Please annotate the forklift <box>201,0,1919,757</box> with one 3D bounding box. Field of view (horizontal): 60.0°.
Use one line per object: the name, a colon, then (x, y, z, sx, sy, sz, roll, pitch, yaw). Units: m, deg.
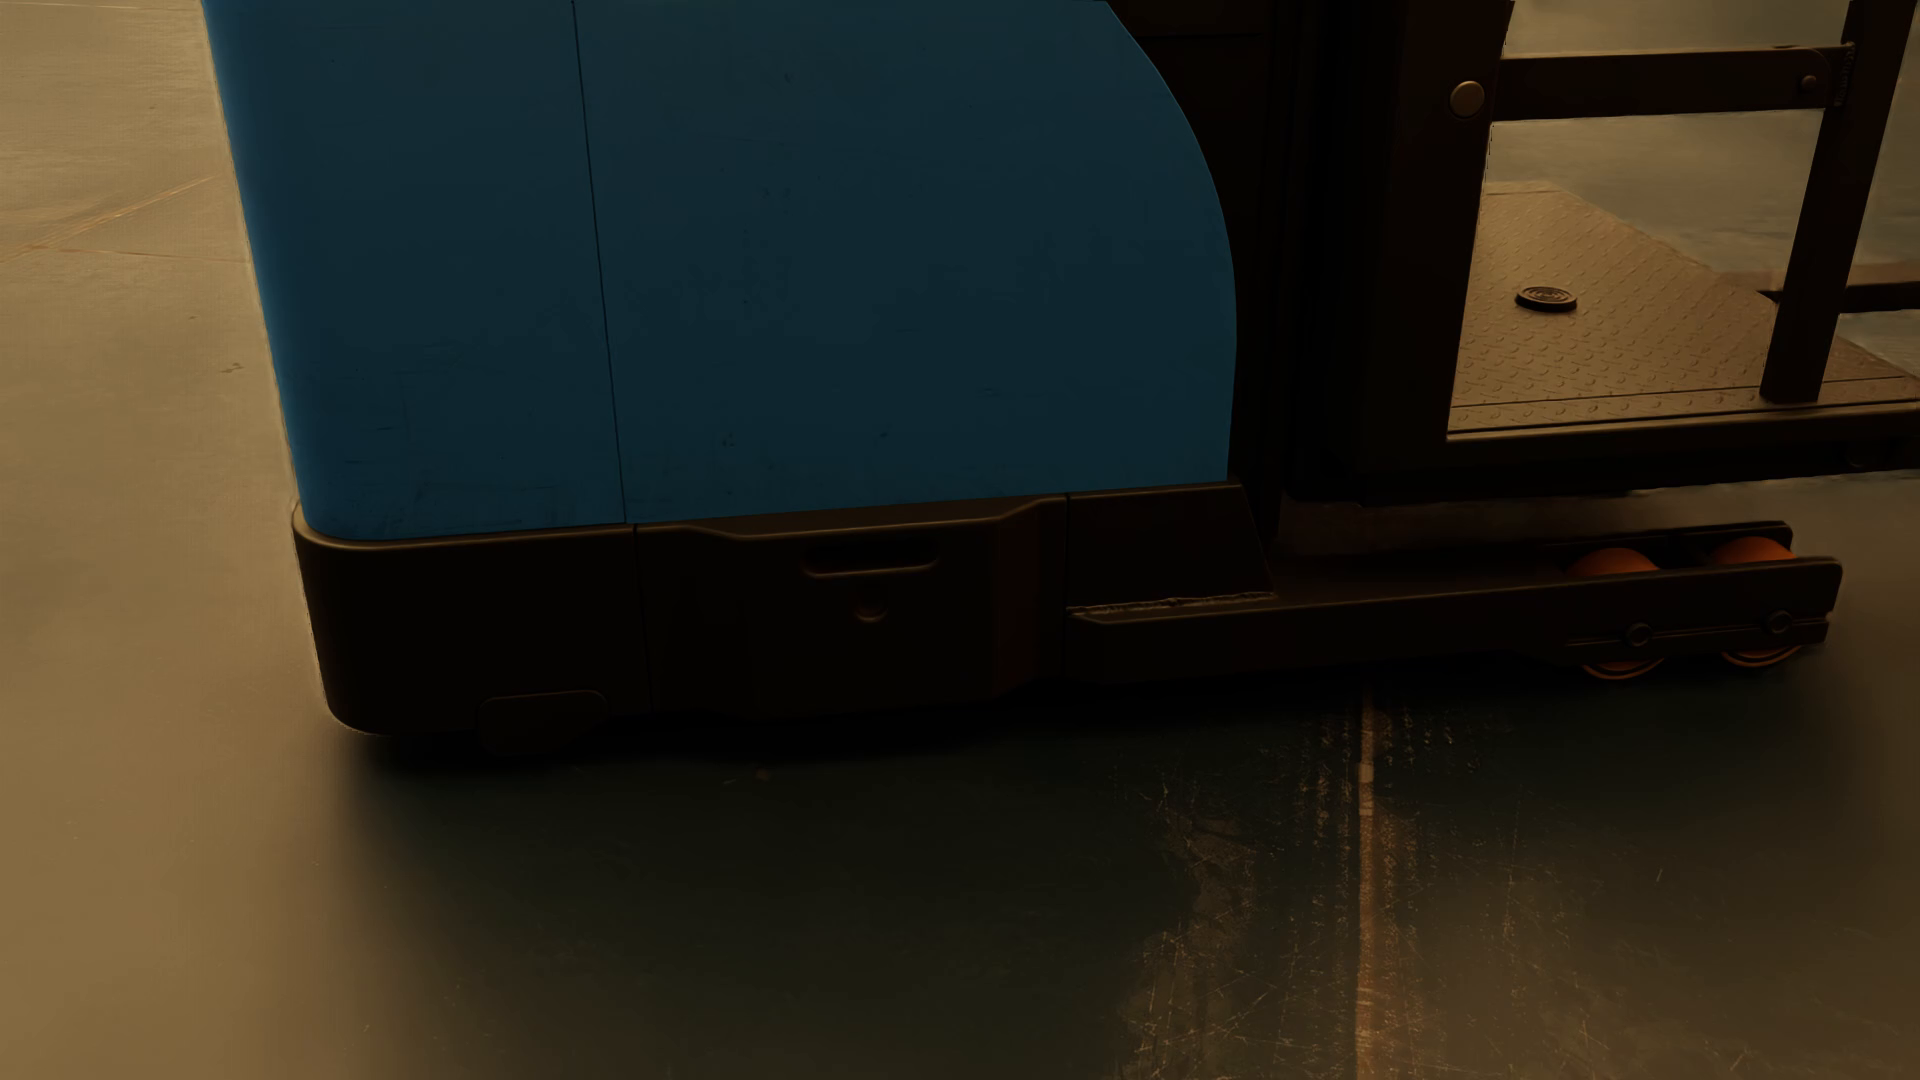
forklift: (0.674, -1.360, 1.941, 3.031, 2.935, 1.130, -4, 27, -9)
